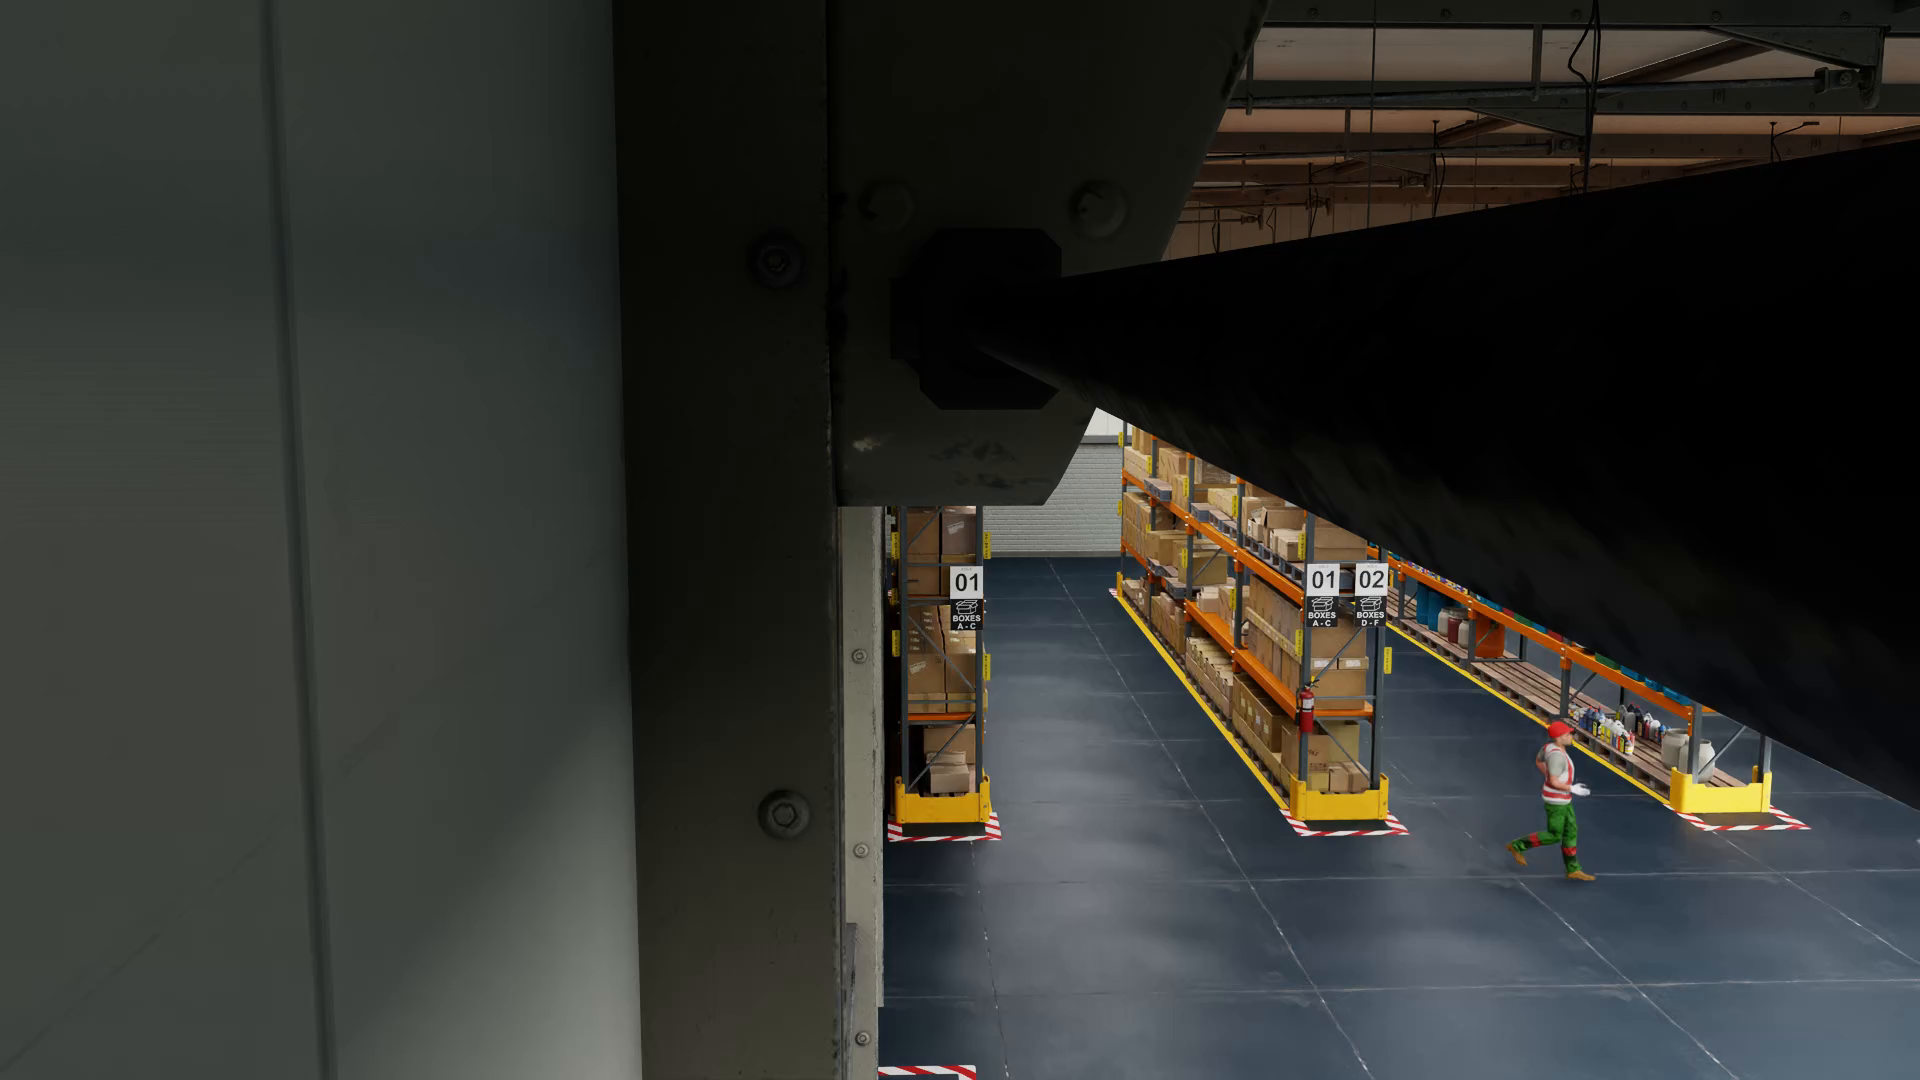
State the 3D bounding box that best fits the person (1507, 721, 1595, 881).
[{"bbox_3d":[6.569,2.877,18.394,0.945,1.781,0.670,3,8,19],"label":"person"}]
